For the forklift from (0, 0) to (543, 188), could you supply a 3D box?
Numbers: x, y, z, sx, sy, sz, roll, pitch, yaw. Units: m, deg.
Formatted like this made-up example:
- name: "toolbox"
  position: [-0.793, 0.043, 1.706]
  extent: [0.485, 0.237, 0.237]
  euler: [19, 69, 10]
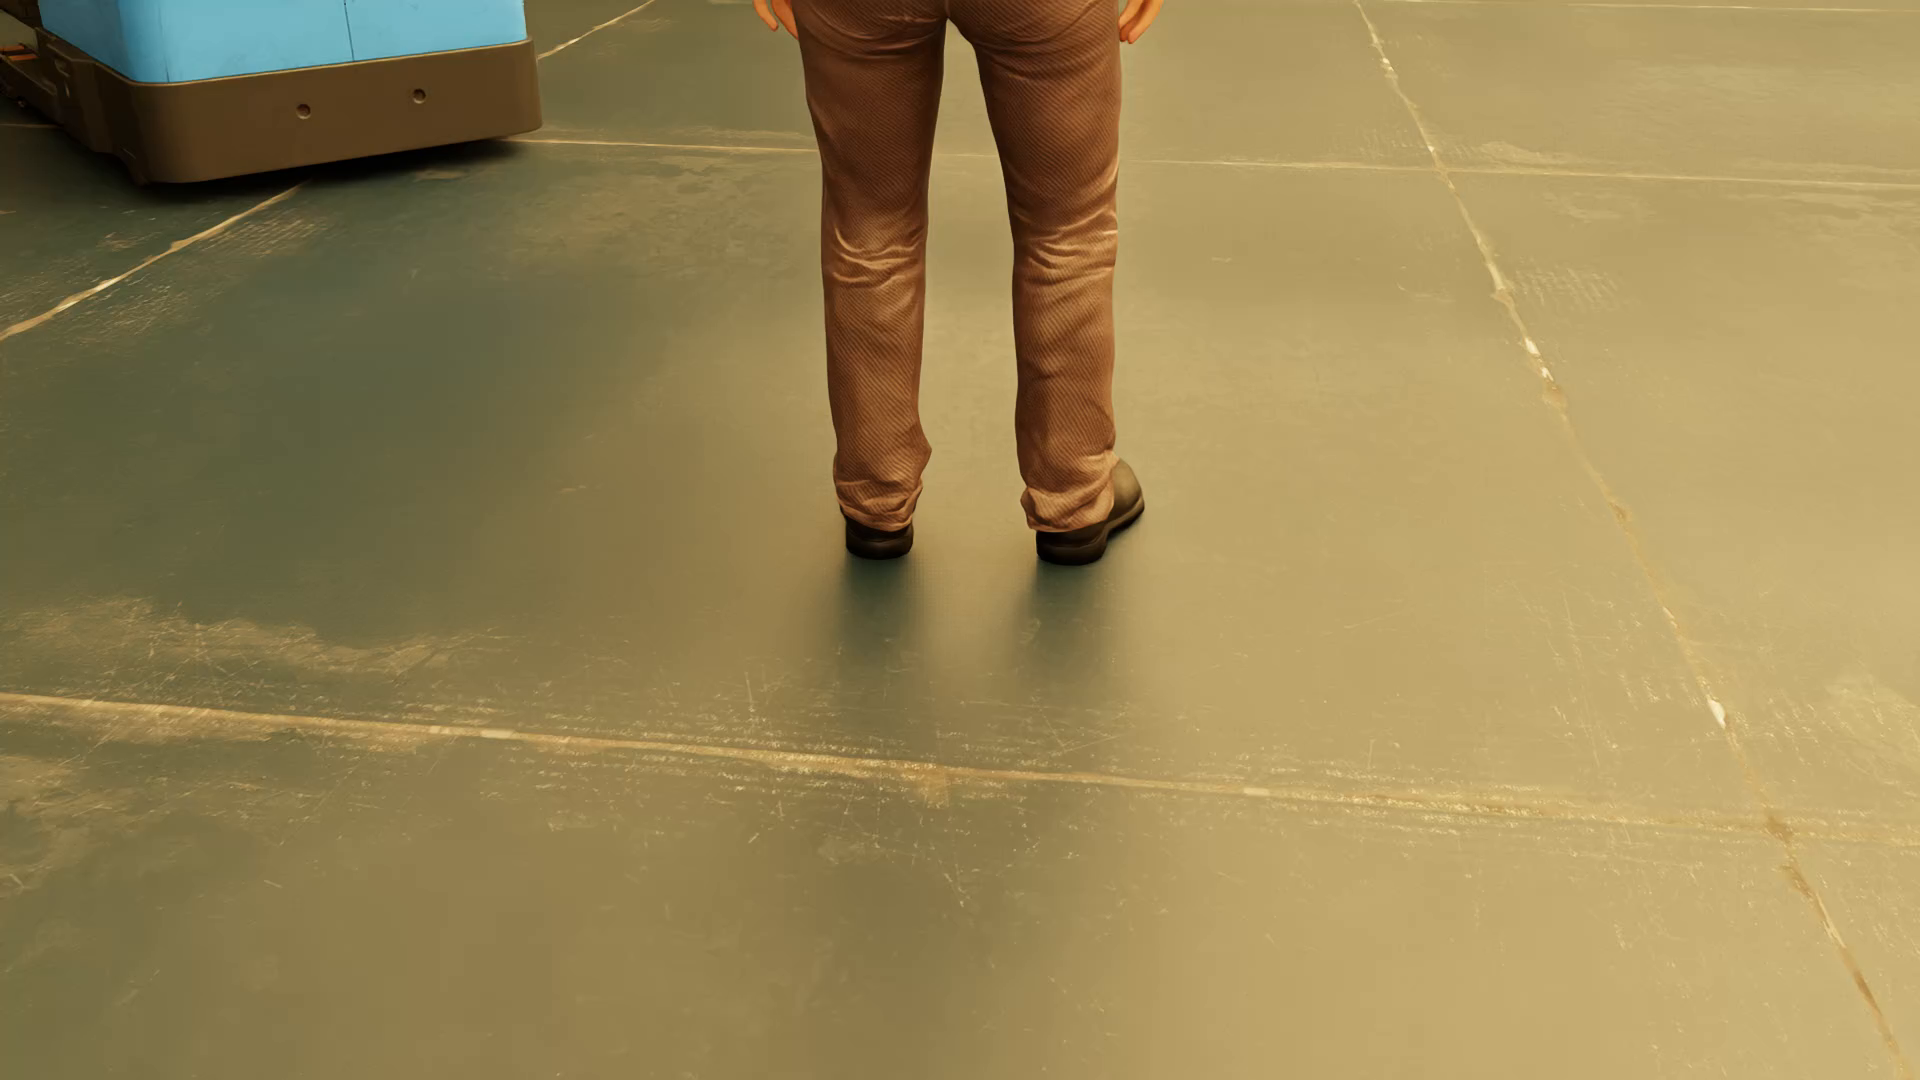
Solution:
- name: "forklift"
  position: [-2.472, -2.784, 4.798]
  extent: [1.130, 2.935, 3.031]
  euler: [-19, 32, -33]

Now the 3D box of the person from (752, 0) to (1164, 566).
- name: "person"
  position: [-0.008, -0.772, 2.121]
  extent: [0.580, 1.720, 0.422]
  euler: [3, 27, 5]
